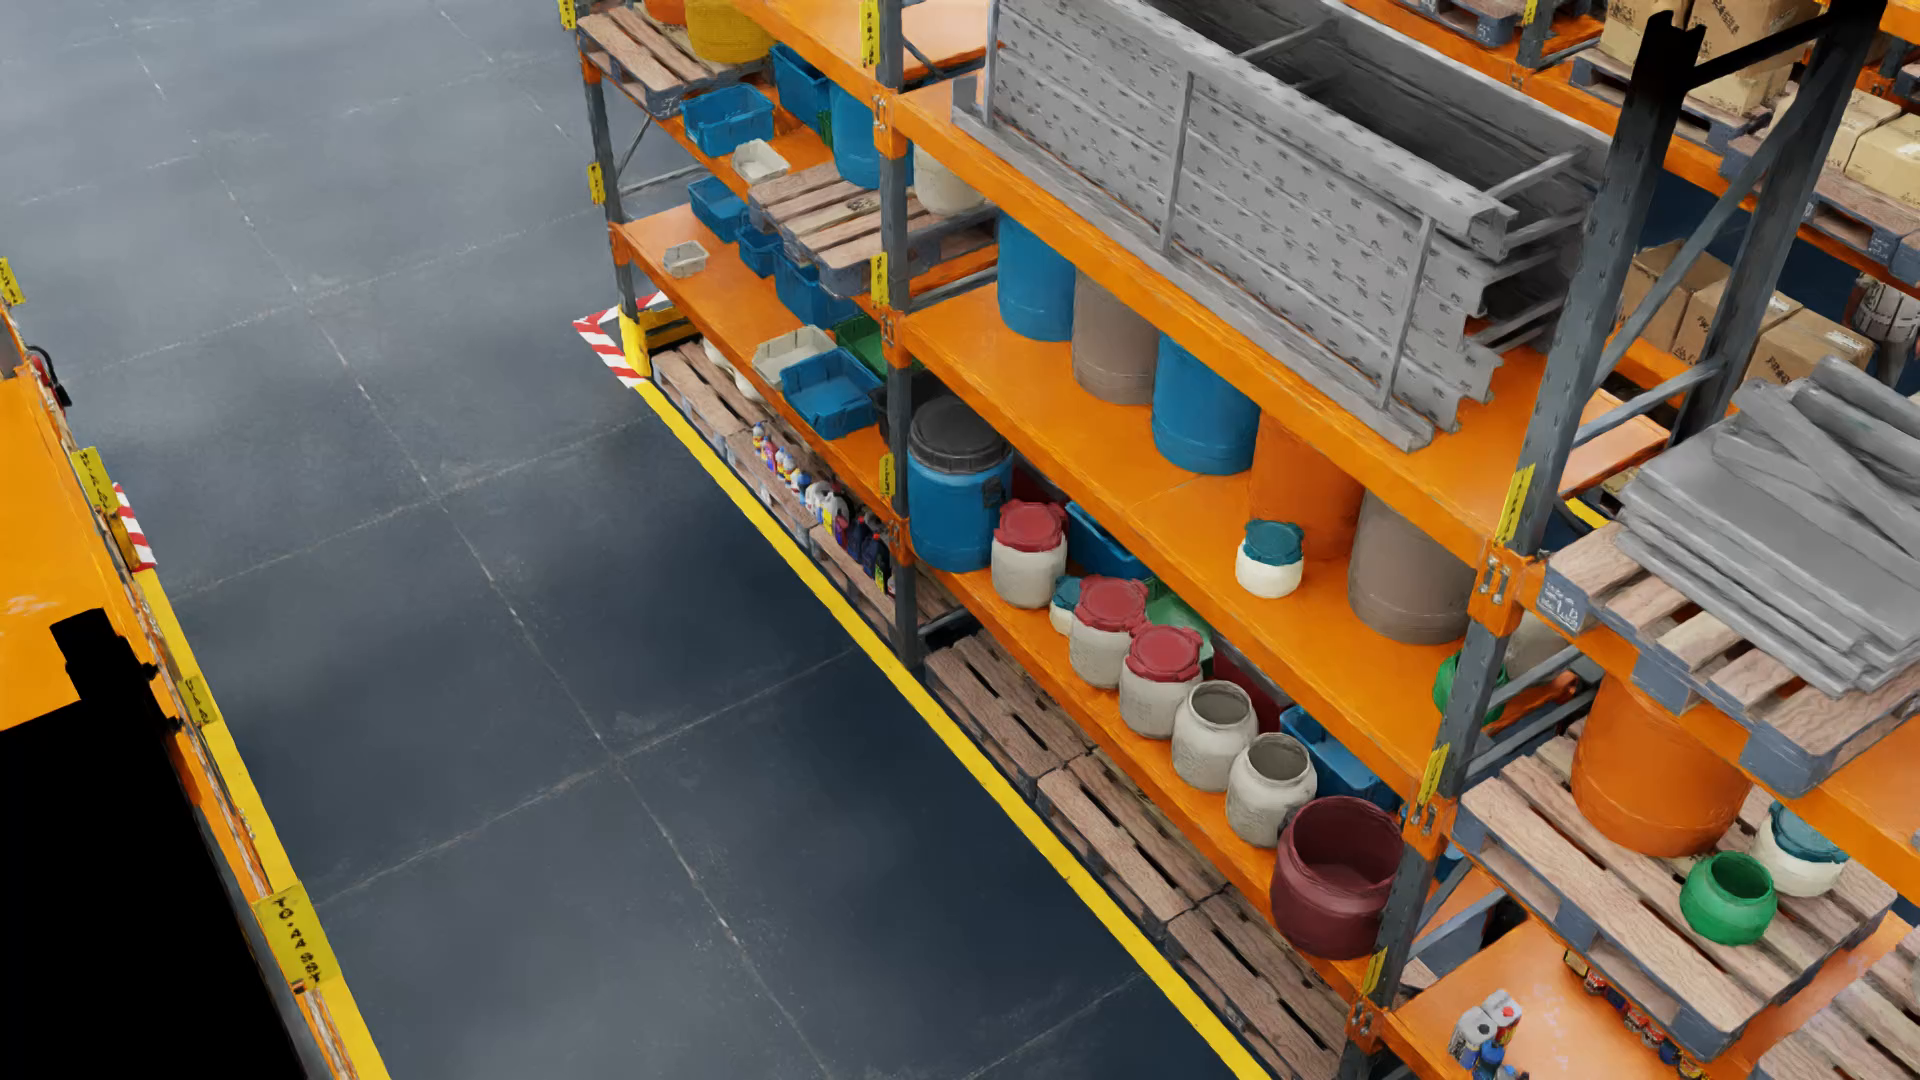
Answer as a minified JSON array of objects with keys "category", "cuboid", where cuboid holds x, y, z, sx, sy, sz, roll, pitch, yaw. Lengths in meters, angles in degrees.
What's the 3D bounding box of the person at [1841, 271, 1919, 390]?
[{"category":"person","cuboid":[6.716,-1.520,12.100,0.593,1.759,0.476,17,45,18]}]
